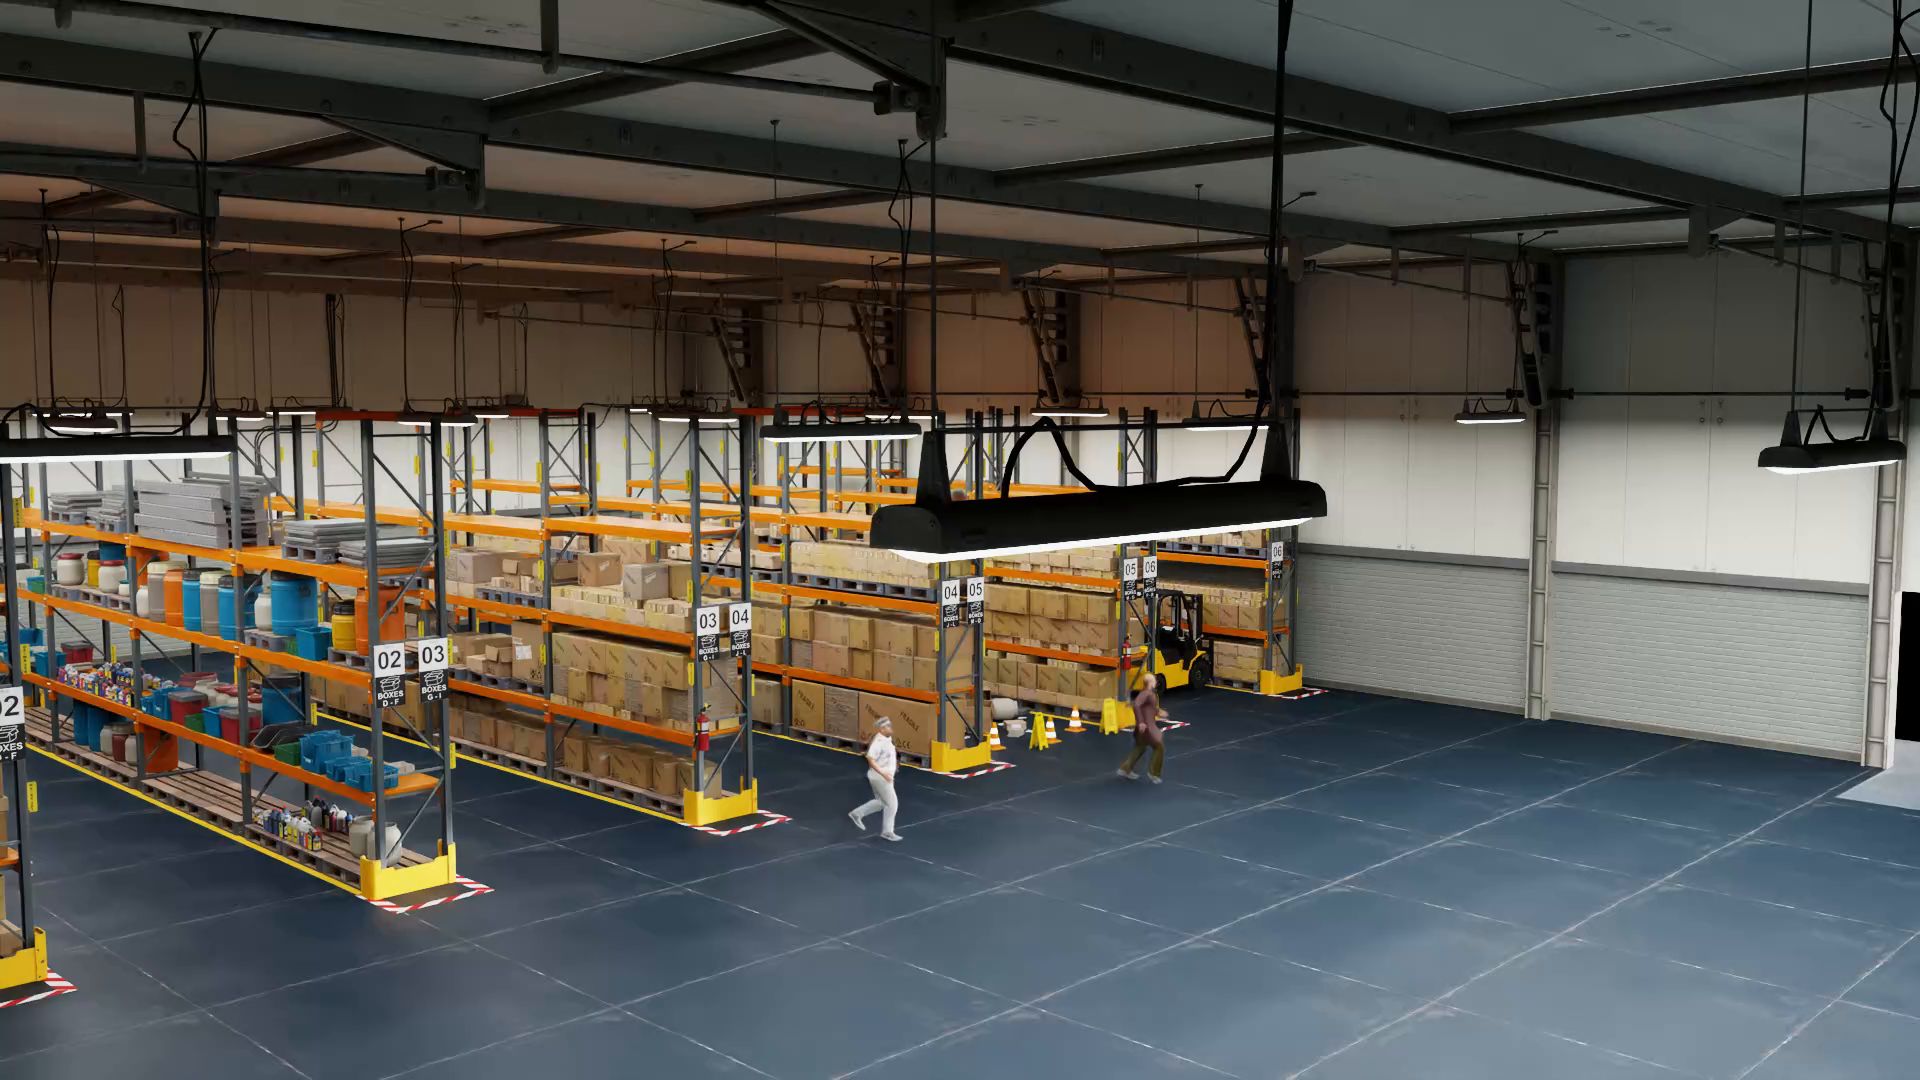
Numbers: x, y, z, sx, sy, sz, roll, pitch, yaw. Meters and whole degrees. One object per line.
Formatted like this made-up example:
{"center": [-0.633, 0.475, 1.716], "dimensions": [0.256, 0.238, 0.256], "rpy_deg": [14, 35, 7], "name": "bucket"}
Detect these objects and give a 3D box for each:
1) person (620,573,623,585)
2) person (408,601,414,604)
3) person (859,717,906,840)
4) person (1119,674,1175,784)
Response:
{"center": [-8.927, 1.653, 43.760], "dimensions": [0.782, 1.664, 0.627], "rpy_deg": [-2, 5, -23], "name": "person"}
{"center": [-12.645, 2.192, 37.898], "dimensions": [0.692, 1.587, 0.535], "rpy_deg": [-3, 6, -30], "name": "person"}
{"center": [-1.100, 3.380, 23.618], "dimensions": [0.675, 1.775, 0.662], "rpy_deg": [0, 5, 2], "name": "person"}
{"center": [3.062, 3.091, 26.970], "dimensions": [0.937, 1.852, 0.717], "rpy_deg": [0, 5, -2], "name": "person"}
